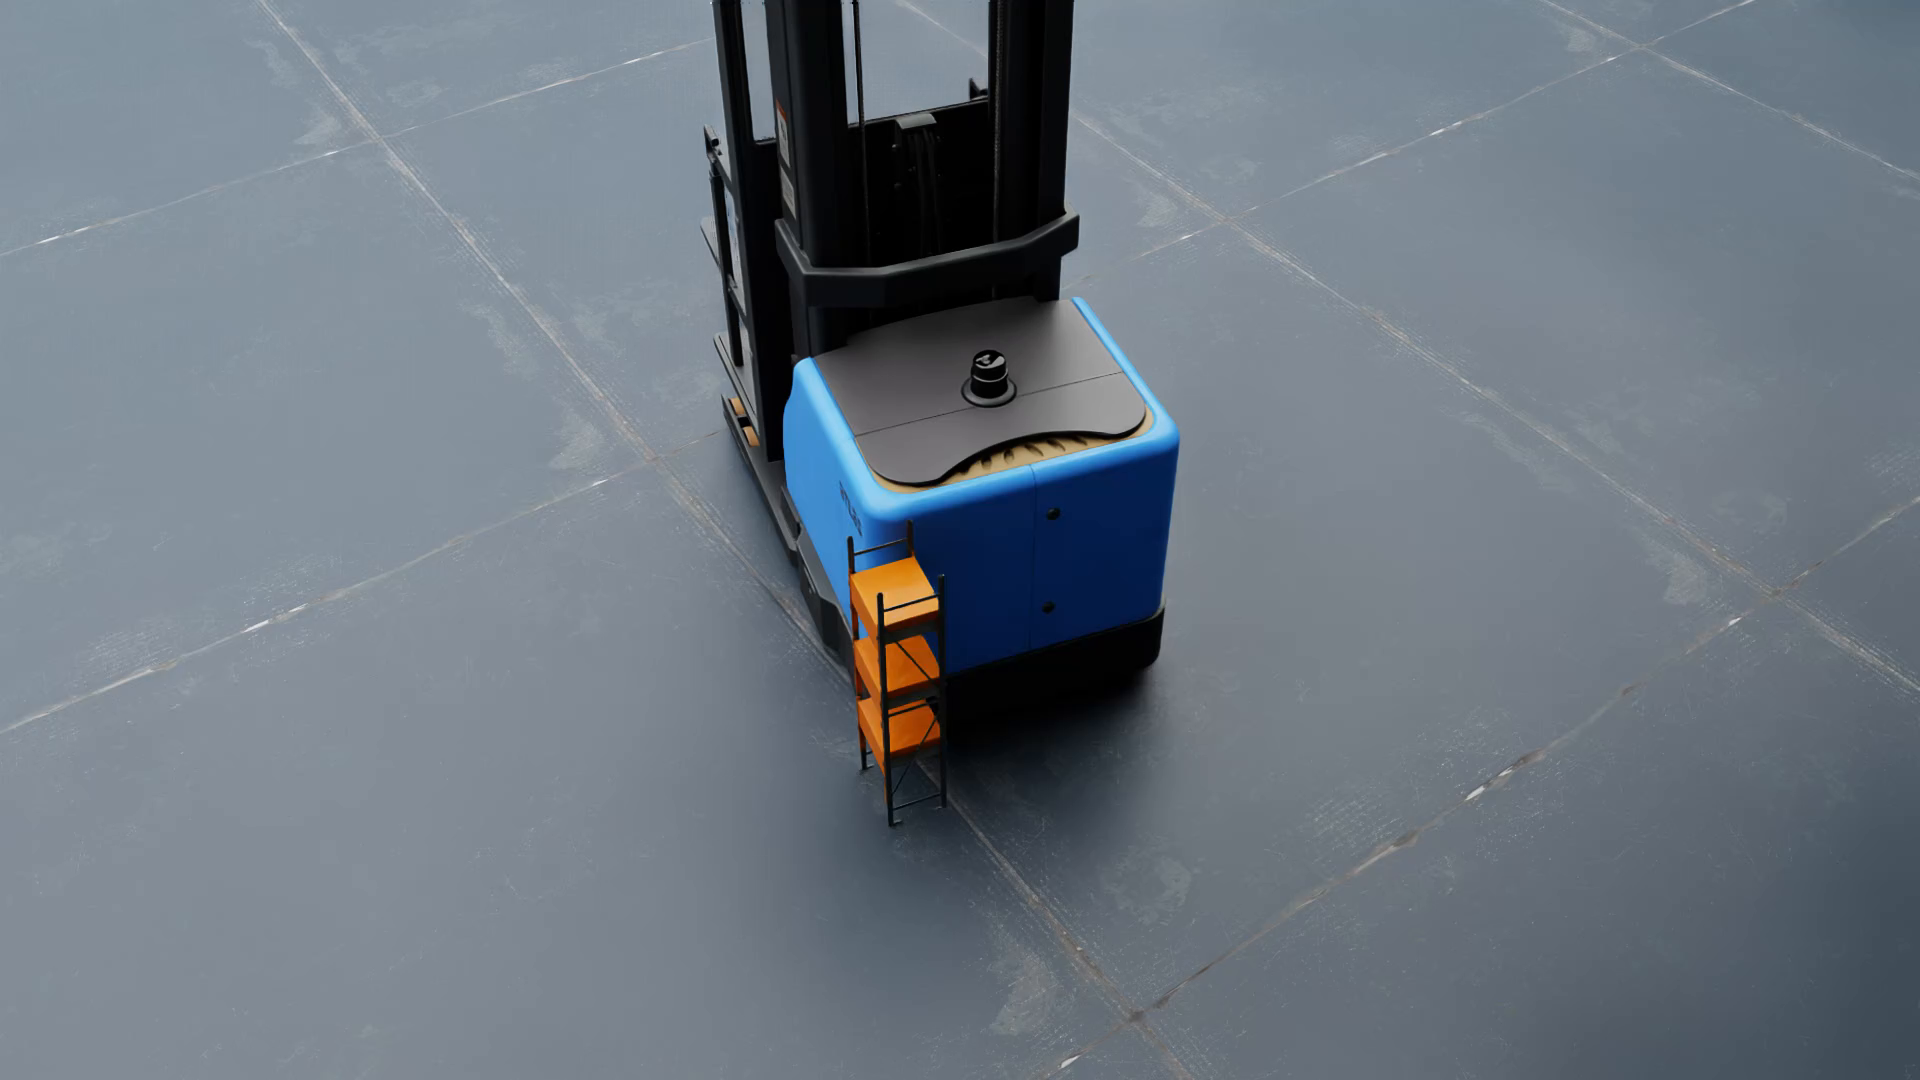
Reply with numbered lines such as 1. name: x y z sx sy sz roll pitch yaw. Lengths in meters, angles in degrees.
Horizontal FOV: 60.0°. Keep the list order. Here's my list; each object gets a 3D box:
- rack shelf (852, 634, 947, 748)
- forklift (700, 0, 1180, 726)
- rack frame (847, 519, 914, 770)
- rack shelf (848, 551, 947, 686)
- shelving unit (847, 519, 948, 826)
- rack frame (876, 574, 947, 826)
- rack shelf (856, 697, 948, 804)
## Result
1. rack shelf: -0.183 0.433 5.052 0.215 0.259 0.240 -16 46 -16
2. forklift: -0.306 -1.442 5.638 1.130 2.935 3.031 -15 46 -15
3. rack frame: -0.229 0.347 5.126 0.200 1.050 0.008 -16 46 -16
4. rack shelf: -0.183 0.228 4.856 0.215 0.259 0.240 -16 46 -16
5. shelving unit: -0.183 0.425 5.044 0.215 1.050 0.252 -16 46 -16
6. rack frame: -0.136 0.503 4.963 0.200 1.050 0.008 -16 46 -16
7. rack shelf: -0.183 0.634 5.243 0.215 0.259 0.240 -16 46 -16
